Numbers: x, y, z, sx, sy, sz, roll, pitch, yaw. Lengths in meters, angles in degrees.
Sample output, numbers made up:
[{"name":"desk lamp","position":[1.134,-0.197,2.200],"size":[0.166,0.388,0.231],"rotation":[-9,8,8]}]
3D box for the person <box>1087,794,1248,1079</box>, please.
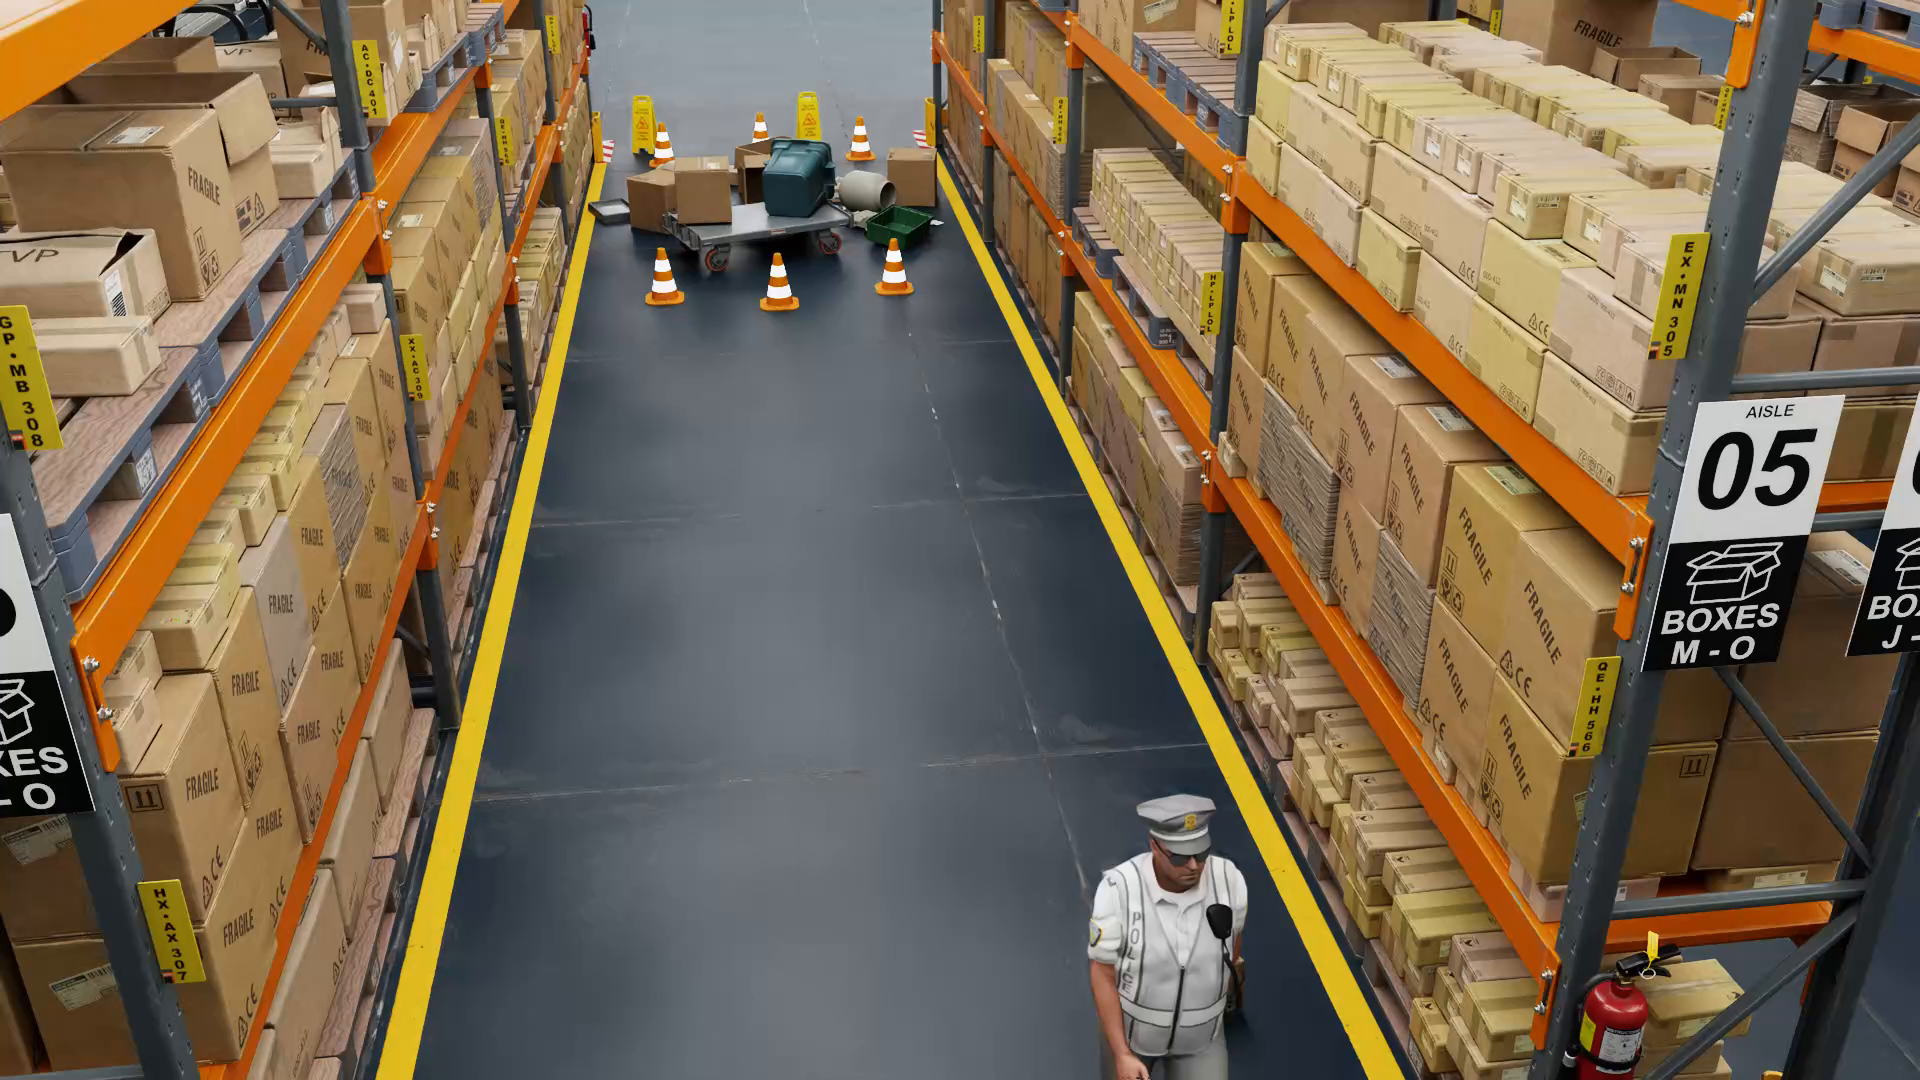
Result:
[{"name":"person","position":[0.678,1.604,5.404],"size":[0.536,1.721,0.996],"rotation":[-1,27,-2]}]
